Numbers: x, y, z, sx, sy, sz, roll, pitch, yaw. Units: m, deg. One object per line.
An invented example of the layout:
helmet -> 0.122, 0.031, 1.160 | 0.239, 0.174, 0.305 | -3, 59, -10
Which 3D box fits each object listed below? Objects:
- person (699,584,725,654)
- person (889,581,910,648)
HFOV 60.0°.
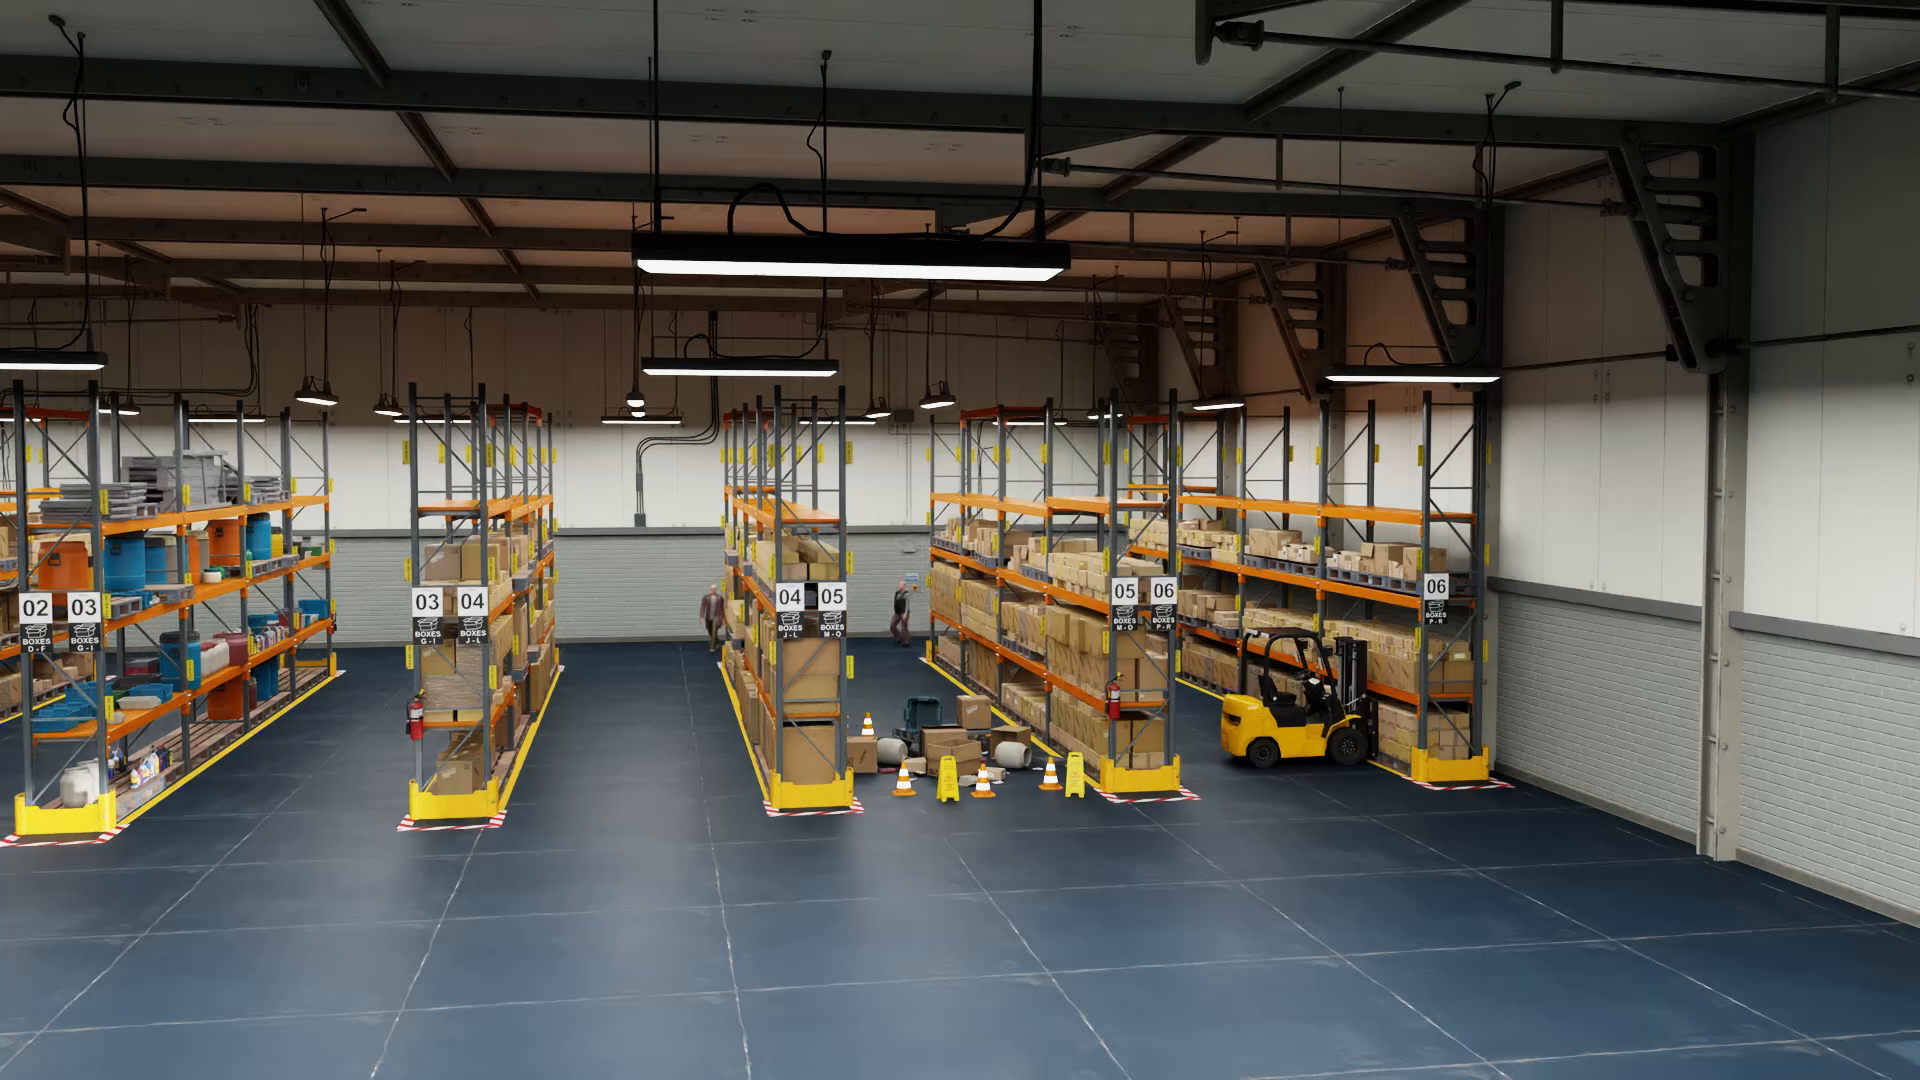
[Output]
person -> -6.287, 1.991, 42.218 | 0.569, 1.729, 1.123 | 1, 3, 10
person -> -1.538, 1.956, 43.299 | 0.511, 1.762, 0.587 | -2, 4, -37
